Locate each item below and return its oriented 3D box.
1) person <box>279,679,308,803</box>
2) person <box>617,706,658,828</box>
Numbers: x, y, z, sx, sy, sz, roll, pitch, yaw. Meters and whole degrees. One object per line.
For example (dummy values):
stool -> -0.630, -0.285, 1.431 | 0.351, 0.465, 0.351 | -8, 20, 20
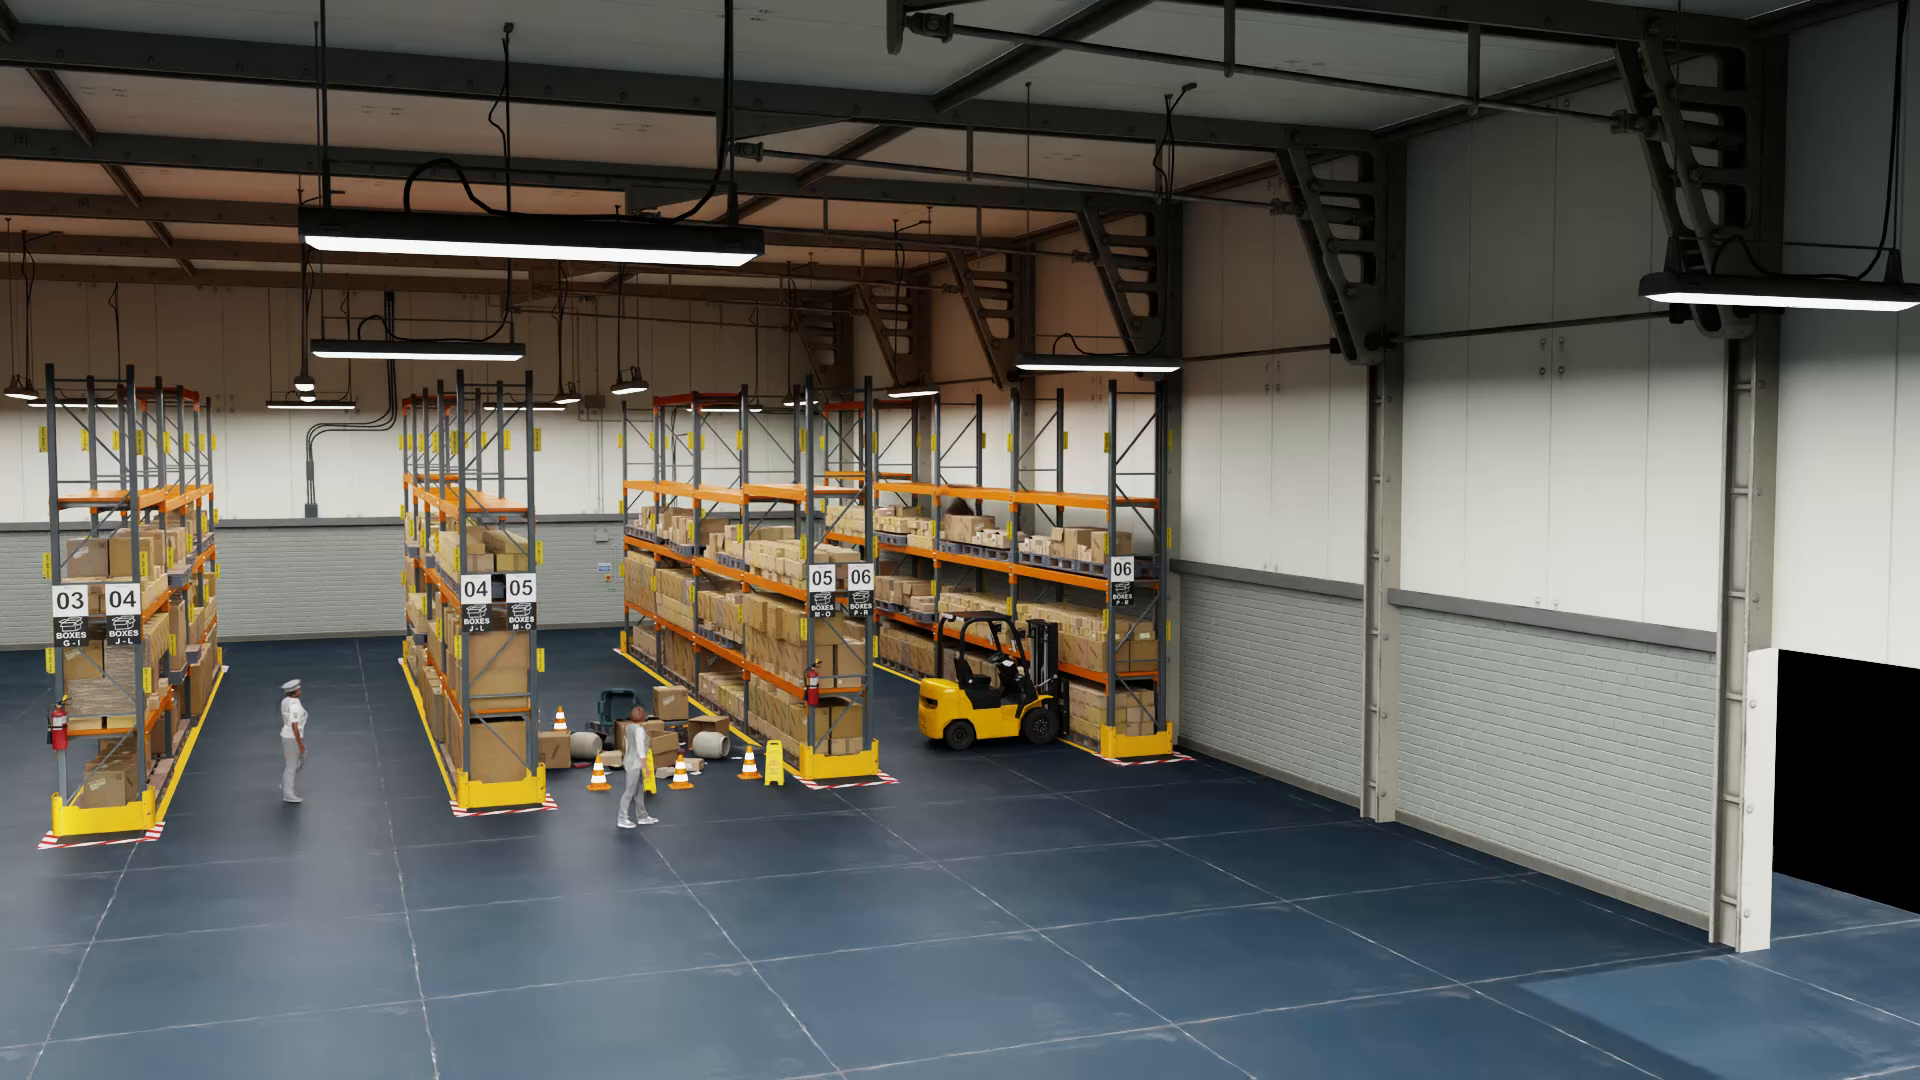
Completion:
person -> -9.352, 2.795, 23.316 | 0.395, 1.694, 0.648 | -1, 4, -20
person -> -4.191, 2.952, 21.627 | 0.539, 1.579, 0.469 | -1, 3, -15
